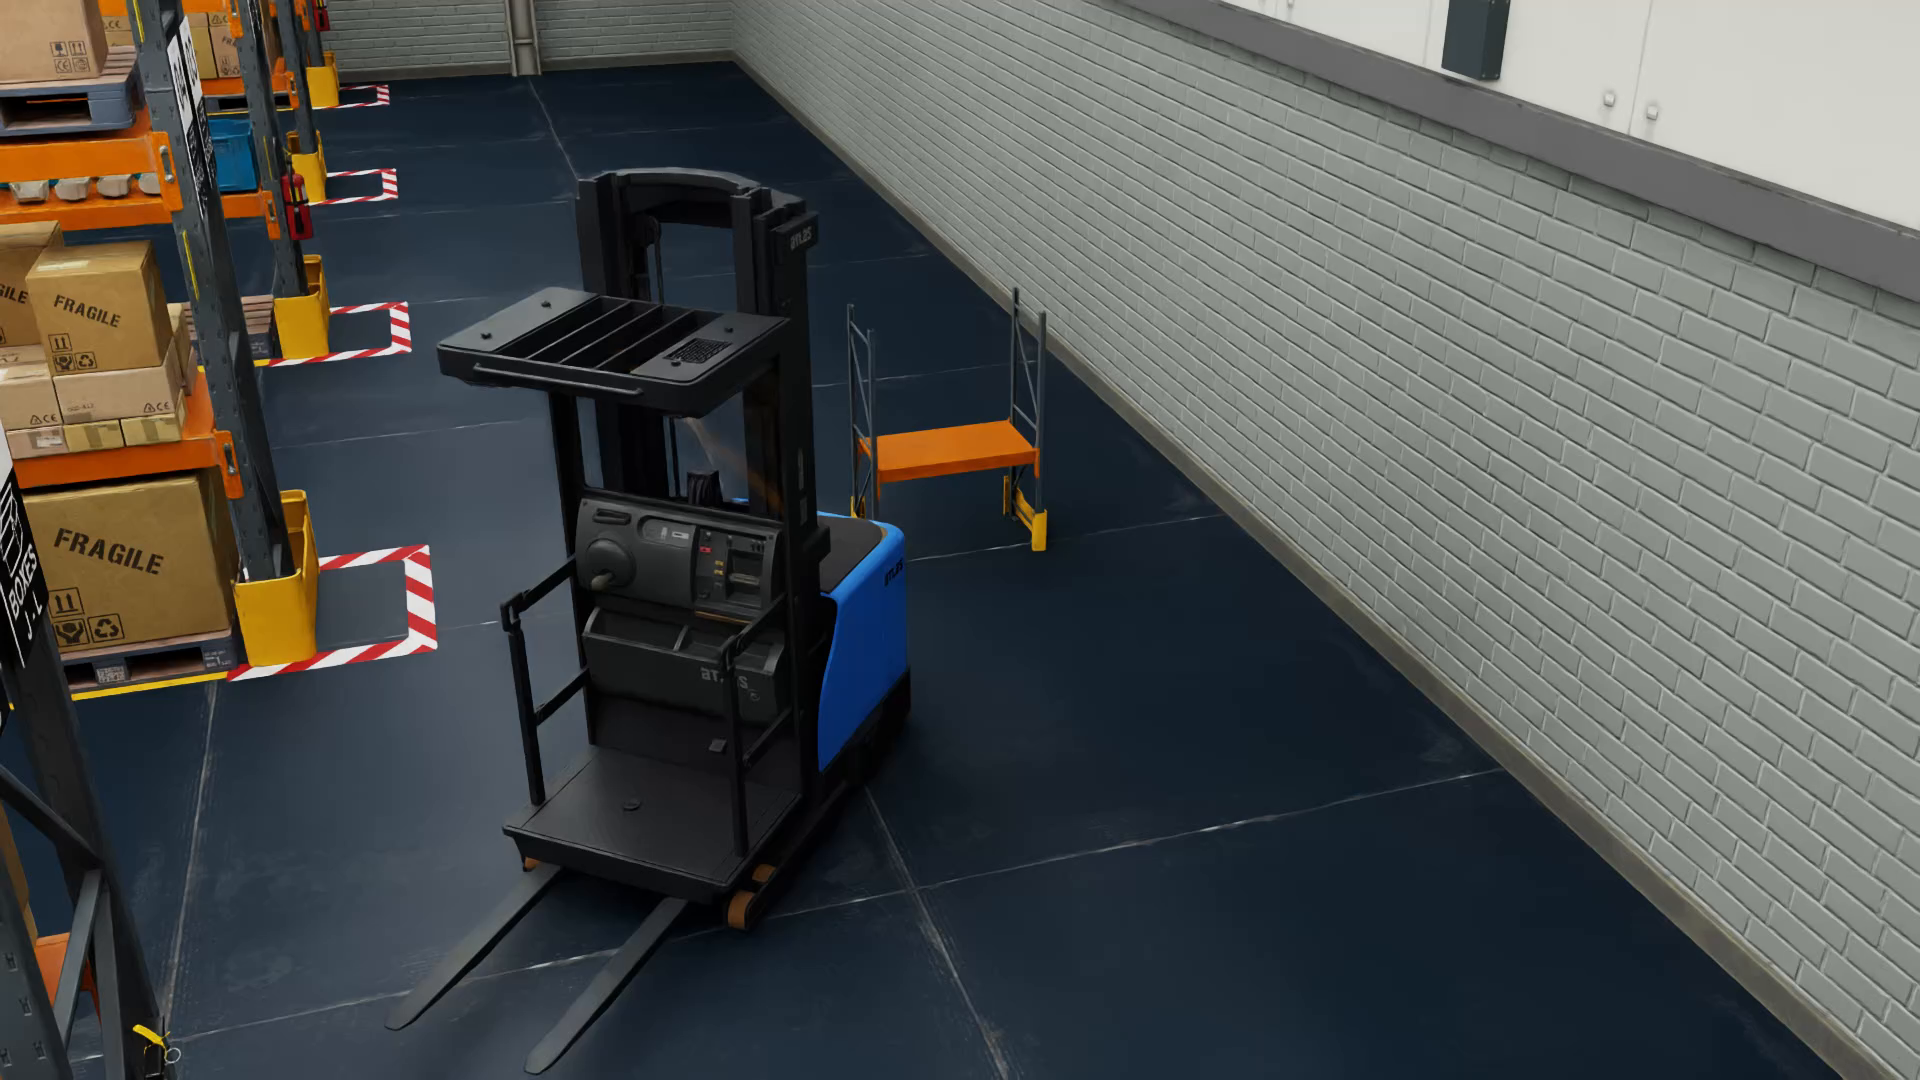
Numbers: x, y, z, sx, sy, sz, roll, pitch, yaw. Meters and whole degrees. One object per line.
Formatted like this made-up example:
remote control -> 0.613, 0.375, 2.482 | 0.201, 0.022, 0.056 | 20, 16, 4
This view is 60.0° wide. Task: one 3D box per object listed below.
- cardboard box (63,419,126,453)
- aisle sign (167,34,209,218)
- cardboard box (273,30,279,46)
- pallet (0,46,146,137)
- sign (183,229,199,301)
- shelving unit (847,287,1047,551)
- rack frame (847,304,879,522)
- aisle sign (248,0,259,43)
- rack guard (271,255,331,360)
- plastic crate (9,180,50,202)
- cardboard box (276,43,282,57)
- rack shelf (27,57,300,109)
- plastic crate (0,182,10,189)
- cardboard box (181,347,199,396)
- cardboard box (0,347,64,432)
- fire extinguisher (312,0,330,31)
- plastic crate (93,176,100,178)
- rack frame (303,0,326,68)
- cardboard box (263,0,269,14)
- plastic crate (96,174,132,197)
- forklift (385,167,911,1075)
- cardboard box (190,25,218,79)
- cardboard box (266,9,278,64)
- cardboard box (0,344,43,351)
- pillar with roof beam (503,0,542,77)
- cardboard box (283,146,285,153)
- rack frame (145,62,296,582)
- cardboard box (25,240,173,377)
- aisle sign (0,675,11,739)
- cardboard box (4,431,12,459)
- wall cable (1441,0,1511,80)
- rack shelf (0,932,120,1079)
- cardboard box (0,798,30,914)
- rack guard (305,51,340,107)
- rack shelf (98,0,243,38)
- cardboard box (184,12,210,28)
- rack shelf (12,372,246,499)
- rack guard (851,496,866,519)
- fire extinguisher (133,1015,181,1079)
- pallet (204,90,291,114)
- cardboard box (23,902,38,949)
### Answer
cardboard box -> -4.318, -0.586, 8.339 | 0.250, 0.149, 0.380 | -8, 27, -16
aisle sign -> -3.673, -1.971, 7.923 | 0.004, 0.787, 0.394 | -8, 28, -16
cardboard box -> -9.014, -6.528, 21.636 | 0.250, 0.149, 0.380 | -8, 28, -16
pallet -> -4.537, -2.120, 7.874 | 1.213, 0.211, 1.003 | -8, 28, -16
sign -> -3.680, -1.317, 7.960 | 0.005, 0.325, 0.100 | -8, 28, -16
shelving unit -> -0.072, -0.661, 9.895 | 1.083, 1.500, 0.587 | -8, 28, -16
rack frame -> -0.564, -0.590, 9.752 | 0.032, 1.500, 0.500 | -8, 28, -16
aisle sign -> -5.209, -4.068, 12.147 | 0.004, 0.787, 0.394 | -8, 28, -16
rack guard -> -5.350, -1.907, 13.528 | 0.348, 0.500, 1.175 | -8, 28, -16
plastic crate -> -6.901, -2.606, 12.355 | 0.250, 0.136, 0.298 | -8, 28, -16
cardboard box -> -9.071, -6.136, 21.575 | 0.500, 0.500, 0.700 | -8, 28, -16
rack shelf -> -8.800, -4.515, 16.779 | 4.000, 0.370, 1.077 | -8, 28, -16
plastic crate -> -7.242, -2.852, 12.742 | 0.300, 0.233, 0.416 | -8, 28, -16
cardboard box -> -4.274, -0.901, 8.975 | 0.250, 0.149, 0.380 | -8, 27, -16
cardboard box -> -4.696, -0.741, 8.203 | 0.500, 0.250, 0.500 | -9, 28, -17
fire extinguisher -> -8.150, -6.830, 21.141 | 0.183, 0.674, 0.296 | -8, 28, -16
plastic crate -> -6.681, -2.929, 13.005 | 0.298, 0.136, 0.250 | -8, 28, -16
rack frame -> -8.436, -7.206, 21.392 | 0.127, 3.000, 1.000 | -8, 28, -16
cardboard box -> -7.402, -5.655, 17.031 | 0.500, 0.500, 0.500 | -7, 27, -15
plastic crate -> -6.368, -2.703, 12.551 | 0.243, 0.136, 0.396 | -8, 28, -16
forklift -> -1.260, 0.109, 6.734 | 1.130, 2.935, 3.031 | 10, 28, 19
cardboard box -> -7.733, -4.907, 16.649 | 0.500, 0.500, 0.500 | -8, 28, -16
cardboard box -> -7.402, -5.207, 17.253 | 0.500, 0.500, 0.500 | -8, 27, -15
cardboard box -> -4.867, -0.963, 8.650 | 0.500, 0.250, 0.500 | -9, 28, -17
pillar with roof beam -> -4.804, -8.811, 17.877 | 0.400, 9.000, 9.100 | -8, 28, -16
cardboard box -> -7.403, -4.120, 17.887 | 0.250, 0.149, 0.380 | -8, 28, -16
rack frame -> -3.835, -0.923, 8.736 | 0.127, 3.000, 1.000 | -8, 28, -16
cardboard box -> -4.216, -1.147, 8.178 | 0.500, 0.500, 0.500 | -8, 27, -15
aisle sign -> -2.232, 0.140, 3.671 | 0.004, 0.787, 0.394 | -8, 28, -16
cardboard box -> -4.796, -0.518, 8.202 | 0.250, 0.149, 0.380 | -8, 27, -15
wall cable -> 2.609, -4.373, 5.320 | 0.120, 5.999, 2.277 | -8, 28, -16
rack shelf -> -4.296, 1.786, 4.089 | 4.000, 0.370, 1.077 | -8, 28, -16
cardboard box -> -2.907, 0.955, 4.506 | 0.500, 0.500, 0.500 | -7, 27, -14
rack guard -> -8.413, -6.090, 21.954 | 0.348, 0.500, 1.175 | -8, 28, -16
rack shelf -> -7.270, -3.763, 11.893 | 4.000, 0.370, 1.077 | -8, 28, -16
cardboard box -> -7.717, -5.357, 16.431 | 0.500, 0.500, 0.500 | -7, 27, -15
rack shelf -> -5.736, -0.326, 8.341 | 4.000, 0.370, 1.077 | -8, 28, -16
rack guard -> -0.546, -0.033, 10.035 | 0.087, 0.250, 0.587 | -8, 28, -16
fire extinguisher -> -2.012, 1.550, 4.261 | 0.183, 0.674, 0.296 | -8, 28, -16
pallet -> -9.172, -5.814, 21.724 | 1.213, 0.211, 1.003 | -8, 28, -16
cardboard box -> -2.804, 1.206, 4.729 | 0.250, 0.149, 0.380 | -8, 28, -17
